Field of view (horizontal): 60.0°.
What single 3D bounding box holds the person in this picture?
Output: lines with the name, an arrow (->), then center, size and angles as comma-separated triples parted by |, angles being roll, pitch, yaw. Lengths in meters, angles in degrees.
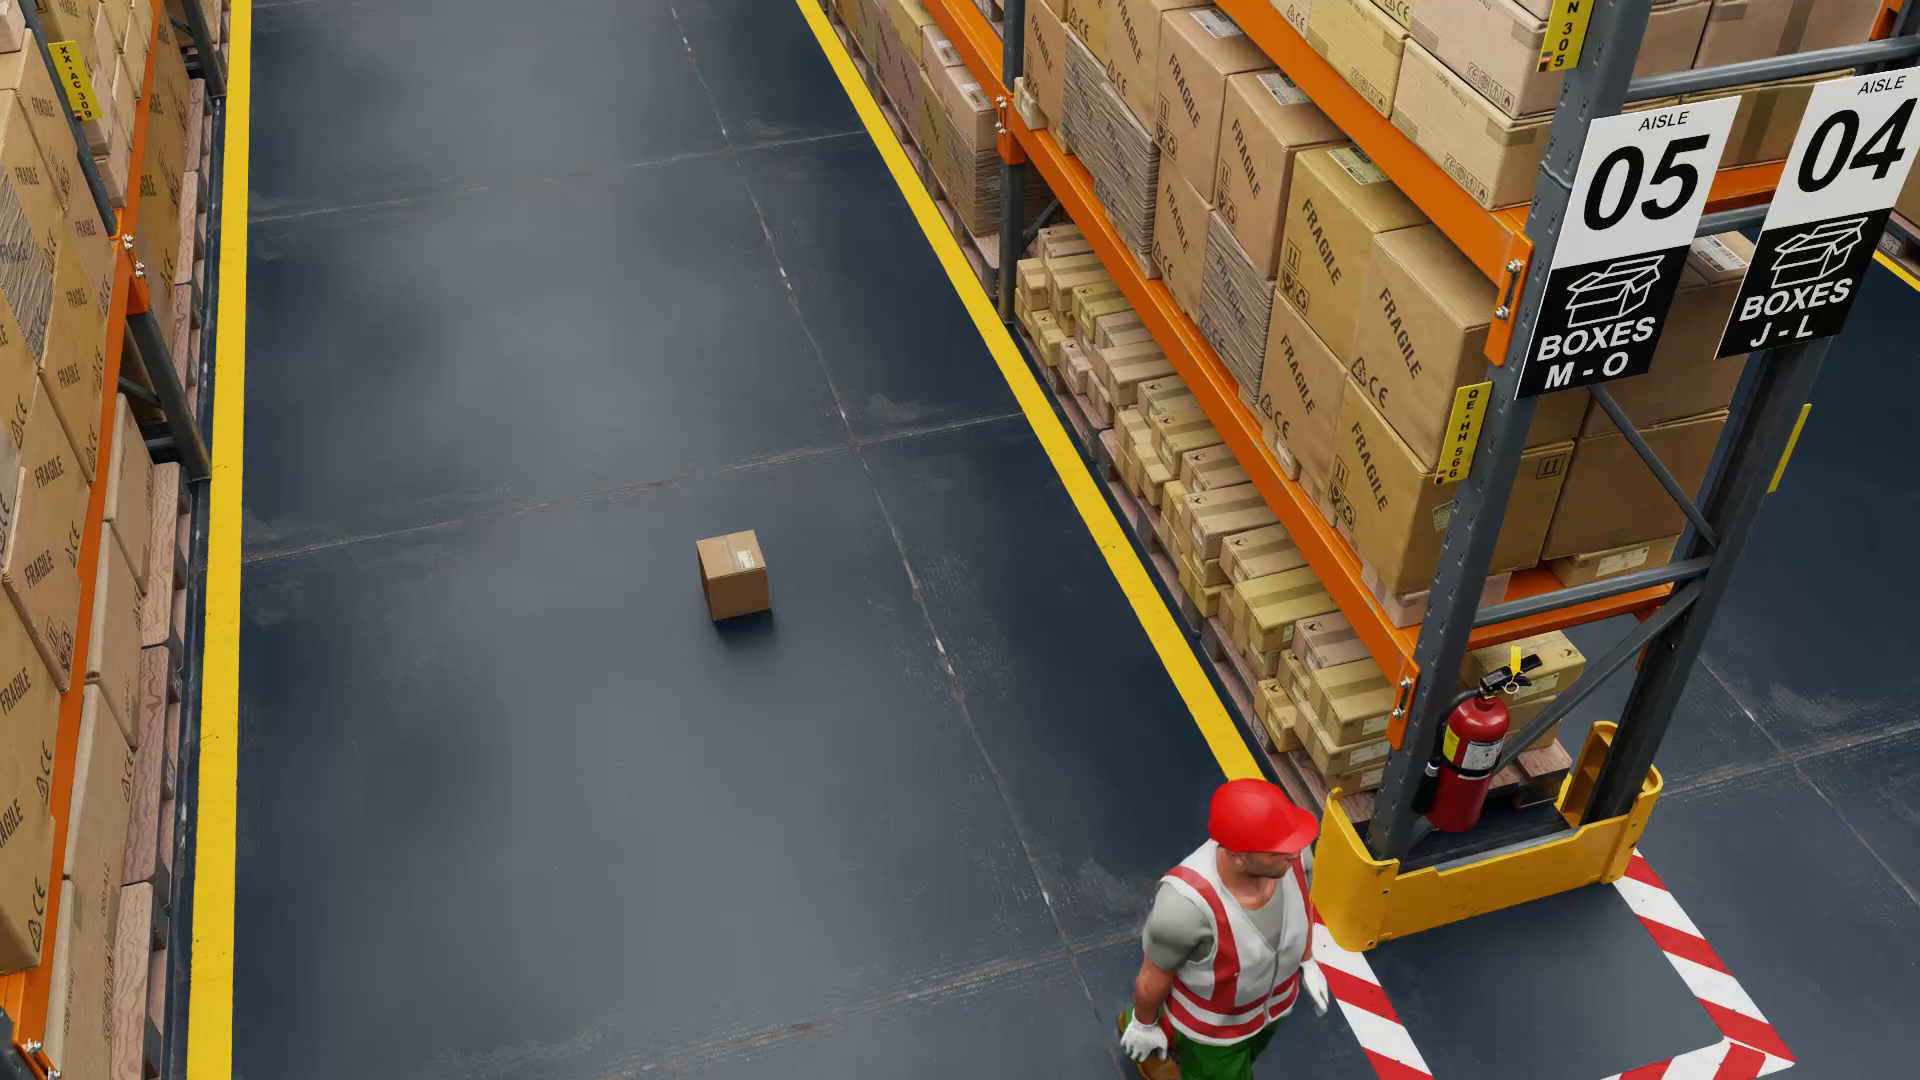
person -> 0.766, 1.299, 4.688 | 0.599, 1.767, 0.948 | -25, 48, -25
